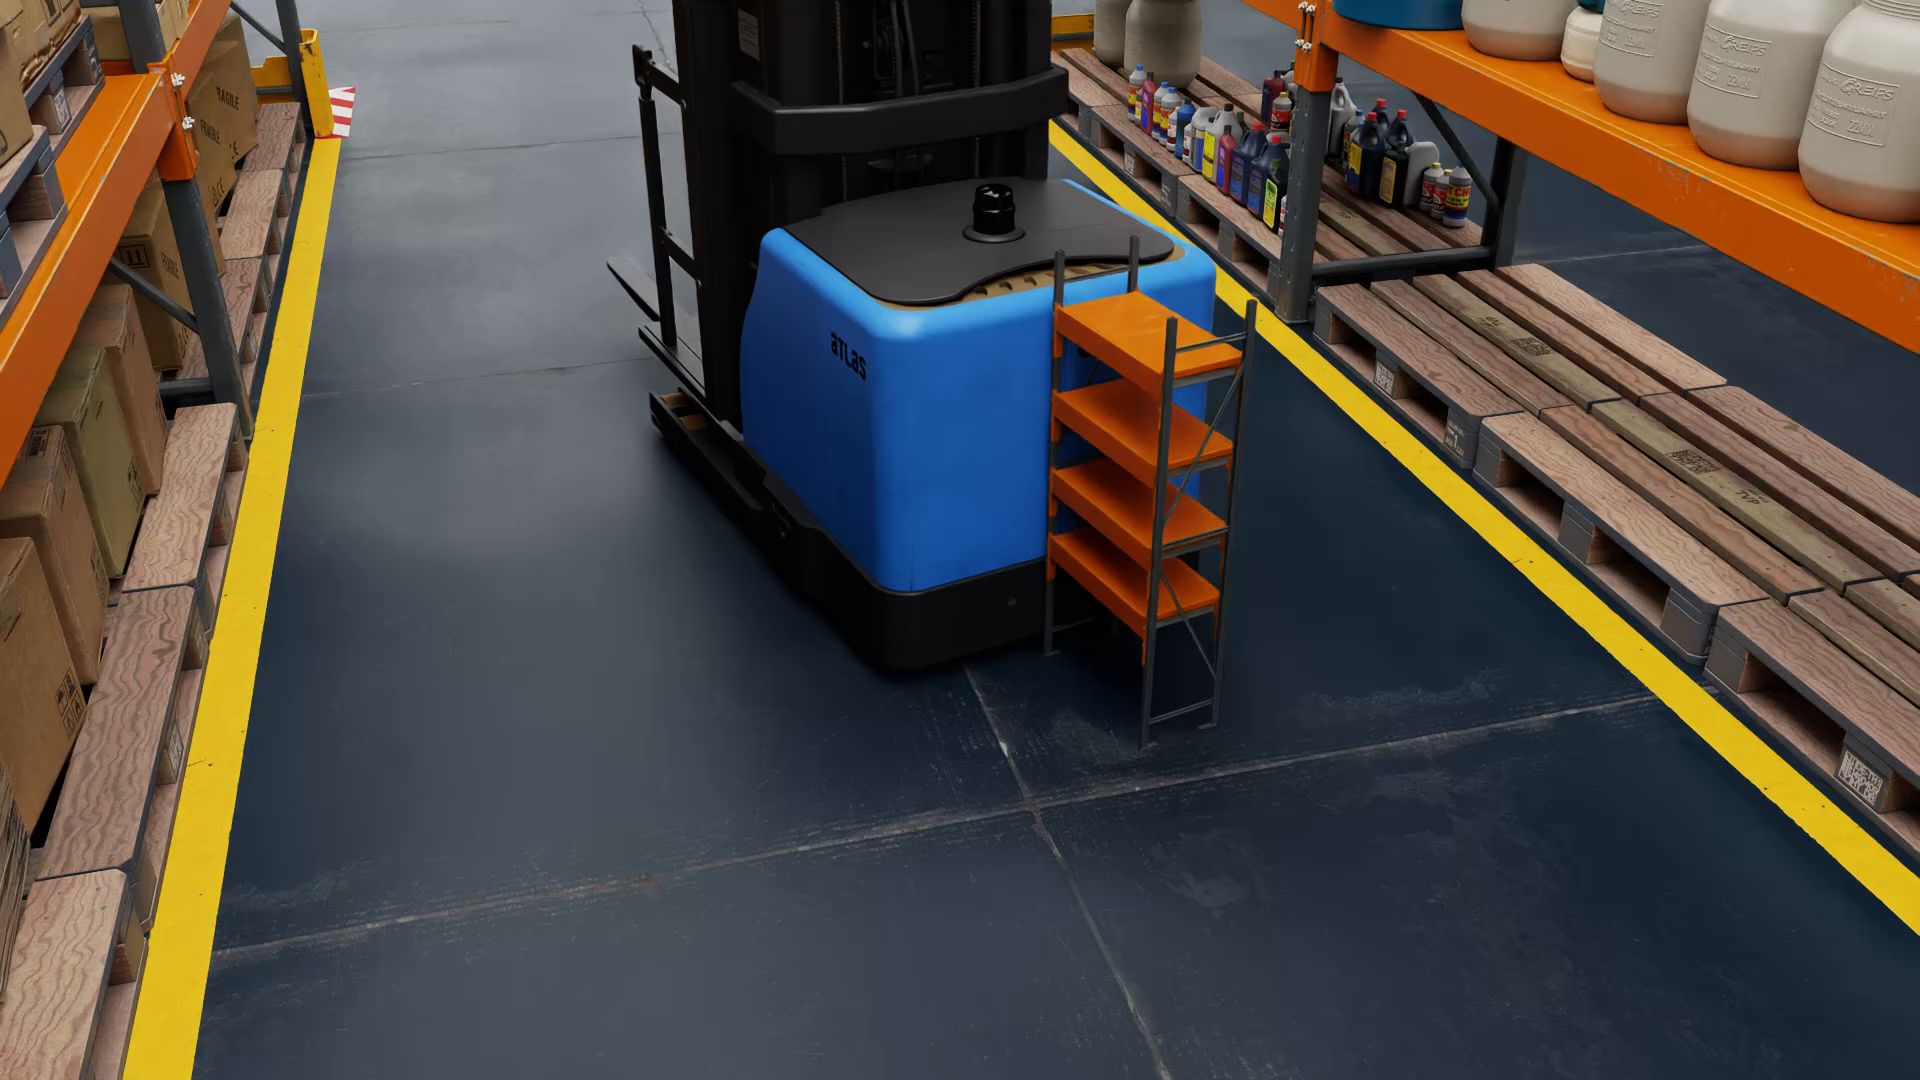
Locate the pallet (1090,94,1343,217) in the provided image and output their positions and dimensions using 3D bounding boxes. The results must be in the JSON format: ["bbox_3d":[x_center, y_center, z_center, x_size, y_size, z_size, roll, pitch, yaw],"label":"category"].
[{"bbox_3d":[1.326,-1.975,8.452,1.003,0.211,1.213,-8,31,-13],"label":"pallet"}]

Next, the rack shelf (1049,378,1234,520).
[{"bbox_3d":[0.457,-0.246,4.164,0.258,0.148,0.480,-15,33,-24],"label":"rack shelf"}]

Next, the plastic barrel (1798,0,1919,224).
[{"bbox_3d":[2.262,-1.050,3.959,0.421,0.512,0.421,0,30,0],"label":"plastic barrel"}]

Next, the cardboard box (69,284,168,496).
[{"bbox_3d":[-2.842,-0.412,5.024,0.700,0.500,0.500,-10,32,-17],"label":"cardboard box"}]

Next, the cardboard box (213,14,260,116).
[{"bbox_3d":[-3.896,-2.331,8.360,0.500,0.500,0.500,-2,30,-4],"label":"cardboard box"}]

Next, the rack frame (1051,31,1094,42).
[{"bbox_3d":[0.730,-4.194,9.501,1.000,3.000,0.127,-8,31,-13],"label":"rack frame"}]

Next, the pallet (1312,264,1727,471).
[{"bbox_3d":[2.037,-0.681,6.216,1.003,0.211,1.213,-8,31,-13],"label":"pallet"}]

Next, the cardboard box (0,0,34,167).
[{"bbox_3d":[-2.435,-1.005,3.469,0.797,0.503,0.637,-5,30,-8],"label":"cardboard box"}]

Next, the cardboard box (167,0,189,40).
[{"bbox_3d":[-2.805,-1.761,5.549,0.380,0.149,0.250,-8,31,-13],"label":"cardboard box"}]

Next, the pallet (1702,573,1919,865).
[{"bbox_3d":[2.685,0.498,4.180,1.003,0.211,1.213,-8,31,-13],"label":"pallet"}]

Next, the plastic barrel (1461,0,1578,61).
[{"bbox_3d":[1.834,-1.829,5.281,0.433,0.535,0.433,0,30,0],"label":"plastic barrel"}]

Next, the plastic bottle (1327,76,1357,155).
[{"bbox_3d":[1.814,-2.047,7.998,0.144,0.351,0.185,-8,31,-14],"label":"plastic bottle"}]

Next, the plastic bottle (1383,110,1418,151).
[{"bbox_3d":[1.977,-1.751,7.486,0.144,0.351,0.185,-7,31,-12],"label":"plastic bottle"}]

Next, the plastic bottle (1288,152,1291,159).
[{"bbox_3d":[1.482,-1.598,7.221,0.144,0.351,0.185,-8,31,-13],"label":"plastic bottle"}]

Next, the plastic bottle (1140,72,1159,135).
[{"bbox_3d":[0.953,-2.180,8.294,0.061,0.283,0.133,-7,31,-12],"label":"plastic bottle"}]

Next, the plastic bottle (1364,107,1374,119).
[{"bbox_3d":[1.924,-1.898,7.807,0.061,0.283,0.133,-6,31,-11],"label":"plastic bottle"}]

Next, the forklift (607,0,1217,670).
[{"bbox_3d":[-0.433,-1.629,5.138,1.130,2.935,3.031,-15,33,-24],"label":"forklift"}]

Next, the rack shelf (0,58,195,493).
[{"bbox_3d":[-2.453,-0.326,3.537,1.077,0.370,4.000,-8,31,-13],"label":"rack shelf"}]

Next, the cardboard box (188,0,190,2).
[{"bbox_3d":[-2.973,-1.997,5.957,0.380,0.149,0.250,-8,31,-13],"label":"cardboard box"}]

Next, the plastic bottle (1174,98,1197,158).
[{"bbox_3d":[1.082,-1.975,7.951,0.097,0.271,0.097,0,30,0],"label":"plastic bottle"}]

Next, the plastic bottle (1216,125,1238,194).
[{"bbox_3d":[1.208,-1.715,7.491,0.061,0.283,0.133,-6,31,-10],"label":"plastic bottle"}]

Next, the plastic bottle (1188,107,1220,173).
[{"bbox_3d":[1.167,-1.874,7.773,0.152,0.276,0.135,-7,31,-12],"label":"plastic bottle"}]

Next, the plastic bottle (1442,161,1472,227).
[{"bbox_3d":[2.130,-1.484,7.103,0.097,0.271,0.097,0,30,0],"label":"plastic bottle"}]

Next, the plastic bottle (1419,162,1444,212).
[{"bbox_3d":[2.076,-1.552,7.291,0.097,0.201,0.097,0,30,0],"label":"plastic bottle"}]

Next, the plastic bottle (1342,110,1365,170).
[{"bbox_3d":[1.852,-1.874,7.777,0.097,0.271,0.097,0,30,0],"label":"plastic bottle"}]

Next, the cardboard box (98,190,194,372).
[{"bbox_3d":[-3.051,-0.902,5.890,0.500,0.500,0.500,-9,31,-15],"label":"cardboard box"}]

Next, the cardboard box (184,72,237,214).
[{"bbox_3d":[-3.556,-1.742,7.342,0.500,0.500,0.500,-5,30,-9],"label":"cardboard box"}]

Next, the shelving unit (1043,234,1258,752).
[{"bbox_3d":[0.457,-0.110,4.243,0.258,1.200,0.503,-15,33,-24],"label":"shelving unit"}]

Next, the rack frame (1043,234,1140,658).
[{"bbox_3d":[0.342,-0.218,4.429,0.240,1.200,0.015,-15,33,-24],"label":"rack frame"}]

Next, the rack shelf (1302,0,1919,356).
[{"bbox_3d":[2.322,-0.985,4.675,1.077,0.370,4.000,-8,31,-13],"label":"rack shelf"}]

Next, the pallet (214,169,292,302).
[{"bbox_3d":[-3.524,-1.306,7.296,1.003,0.211,1.213,-8,31,-13],"label":"pallet"}]

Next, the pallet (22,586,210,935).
[{"bbox_3d":[-2.448,0.570,4.055,1.003,0.211,1.213,-8,31,-13],"label":"pallet"}]

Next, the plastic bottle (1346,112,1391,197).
[{"bbox_3d":[1.838,-1.732,7.453,0.144,0.351,0.185,-8,31,-13],"label":"plastic bottle"}]

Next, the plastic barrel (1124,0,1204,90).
[{"bbox_3d":[1.111,-2.749,9.069,0.421,0.512,0.421,0,30,0],"label":"plastic barrel"}]

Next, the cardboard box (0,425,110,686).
[{"bbox_3d":[-2.584,0.091,4.155,0.700,0.500,0.500,-11,32,-18],"label":"cardboard box"}]

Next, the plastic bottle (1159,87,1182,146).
[{"bbox_3d":[1.028,-2.072,8.121,0.097,0.271,0.097,0,30,0],"label":"plastic bottle"}]

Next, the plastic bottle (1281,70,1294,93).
[{"bbox_3d":[1.680,-2.251,8.425,0.152,0.276,0.135,-8,31,-13],"label":"plastic bottle"}]

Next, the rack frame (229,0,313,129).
[{"bbox_3d":[-4.046,-3.535,8.363,1.000,3.000,0.127,-8,31,-13],"label":"rack frame"}]

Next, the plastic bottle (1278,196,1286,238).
[{"bbox_3d":[1.395,-1.375,6.985,0.097,0.201,0.097,0,30,0],"label":"plastic bottle"}]

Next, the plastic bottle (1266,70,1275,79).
[{"bbox_3d":[1.640,-2.344,8.660,0.097,0.201,0.097,0,30,0],"label":"plastic bottle"}]

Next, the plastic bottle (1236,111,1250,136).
[{"bbox_3d":[1.298,-1.824,7.680,0.061,0.283,0.133,-8,31,-13],"label":"plastic bottle"}]

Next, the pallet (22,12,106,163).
[{"bbox_3d":[-2.921,-1.132,4.403,1.003,0.211,1.213,-8,31,-13],"label":"pallet"}]

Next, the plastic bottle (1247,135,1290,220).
[{"bbox_3d":[1.343,-1.579,7.188,0.144,0.351,0.185,-9,31,-15],"label":"plastic bottle"}]

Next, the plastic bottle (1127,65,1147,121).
[{"bbox_3d":[0.911,-2.286,8.490,0.097,0.271,0.097,0,30,0],"label":"plastic bottle"}]

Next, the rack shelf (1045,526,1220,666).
[{"bbox_3d":[0.457,0.120,4.376,0.258,0.148,0.480,-15,33,-24],"label":"rack shelf"}]

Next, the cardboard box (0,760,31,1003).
[{"bbox_3d":[-2.279,0.633,3.218,0.700,0.500,0.500,-10,32,-17],"label":"cardboard box"}]

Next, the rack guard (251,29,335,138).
[{"bbox_3d":[-4.025,-2.417,8.926,1.175,0.500,0.348,-8,31,-13],"label":"rack guard"}]

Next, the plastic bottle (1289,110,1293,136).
[{"bbox_3d":[1.660,-2.035,8.126,0.097,0.201,0.097,0,30,0],"label":"plastic bottle"}]

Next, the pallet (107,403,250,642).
[{"bbox_3d":[-2.776,-0.021,5.075,1.003,0.211,1.213,-8,31,-13],"label":"pallet"}]

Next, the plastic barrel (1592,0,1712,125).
[{"bbox_3d":[2.029,-1.475,4.669,0.433,0.535,0.433,0,30,0],"label":"plastic barrel"}]
